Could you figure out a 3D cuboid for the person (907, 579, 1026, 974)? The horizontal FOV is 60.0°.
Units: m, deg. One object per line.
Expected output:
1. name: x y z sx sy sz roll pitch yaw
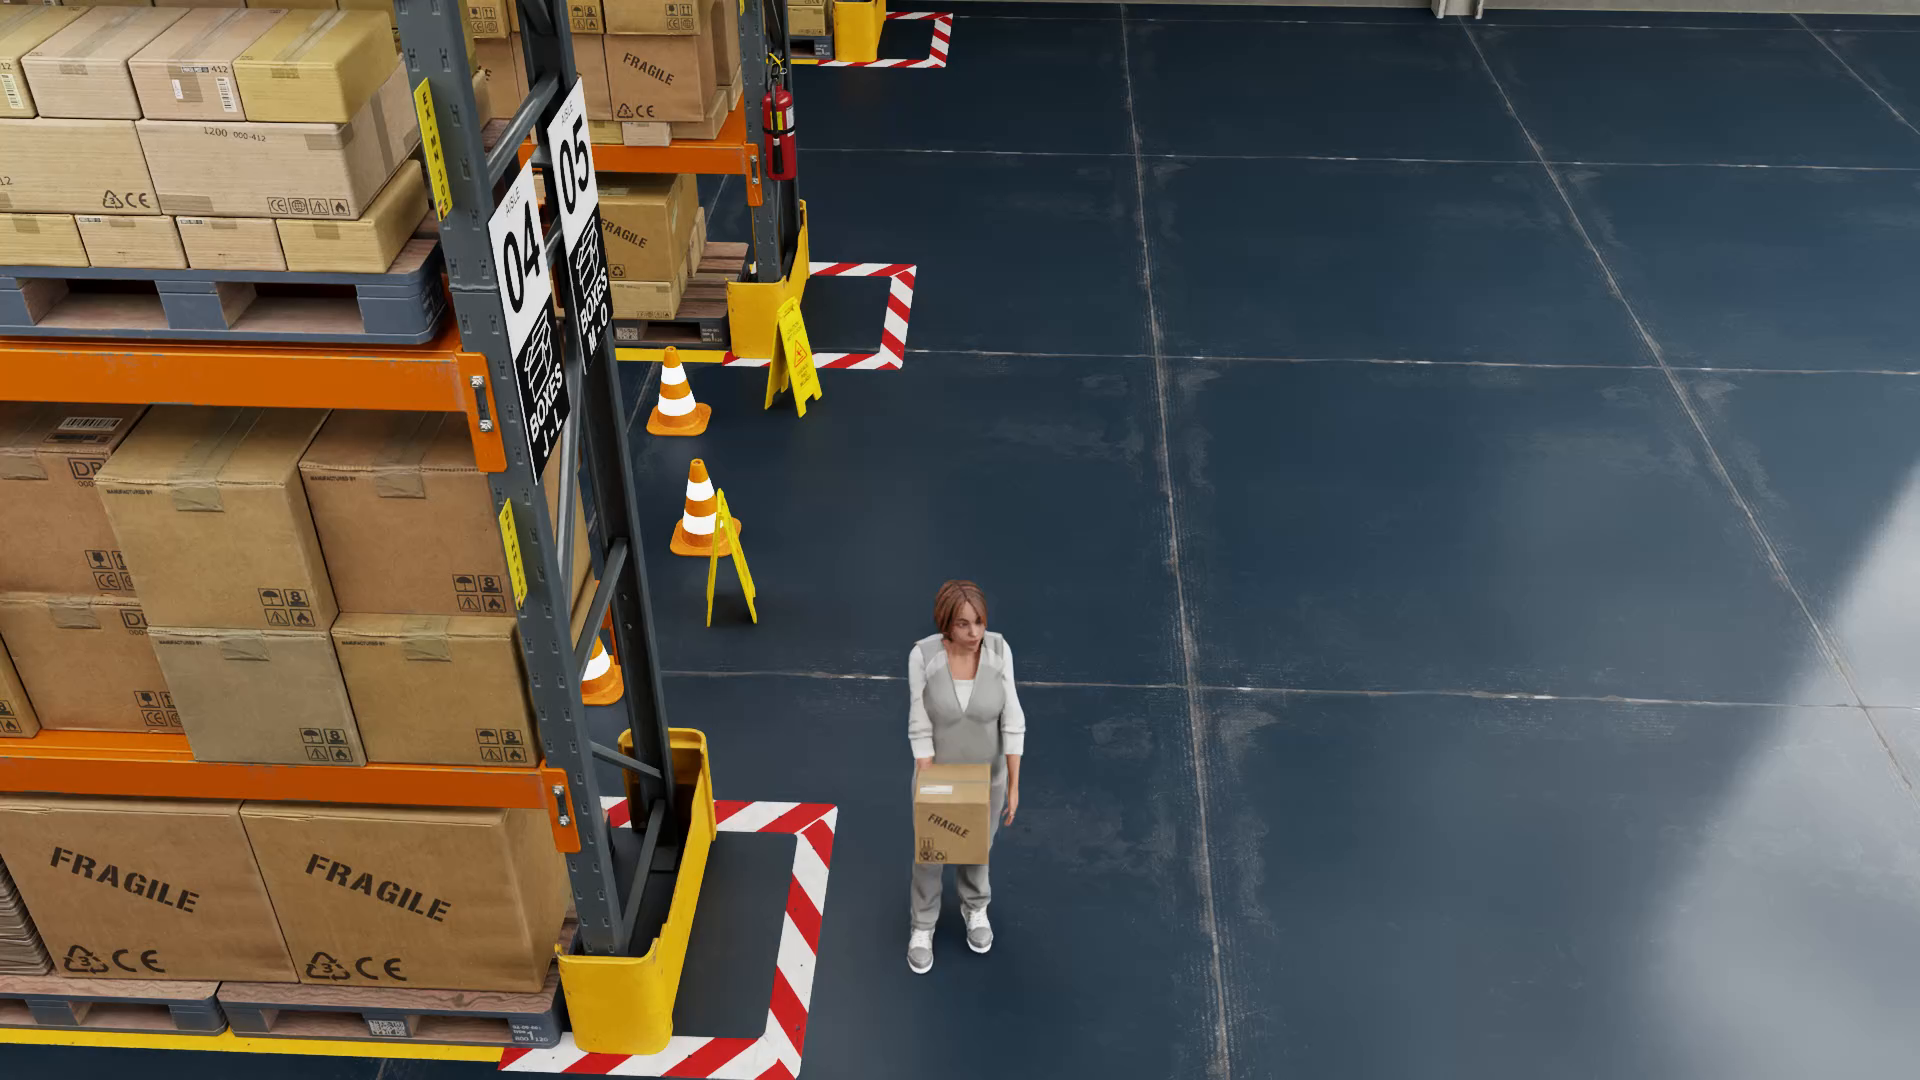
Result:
1. person: 0.005 0.868 5.929 0.460 1.601 0.461 -8 37 -10
